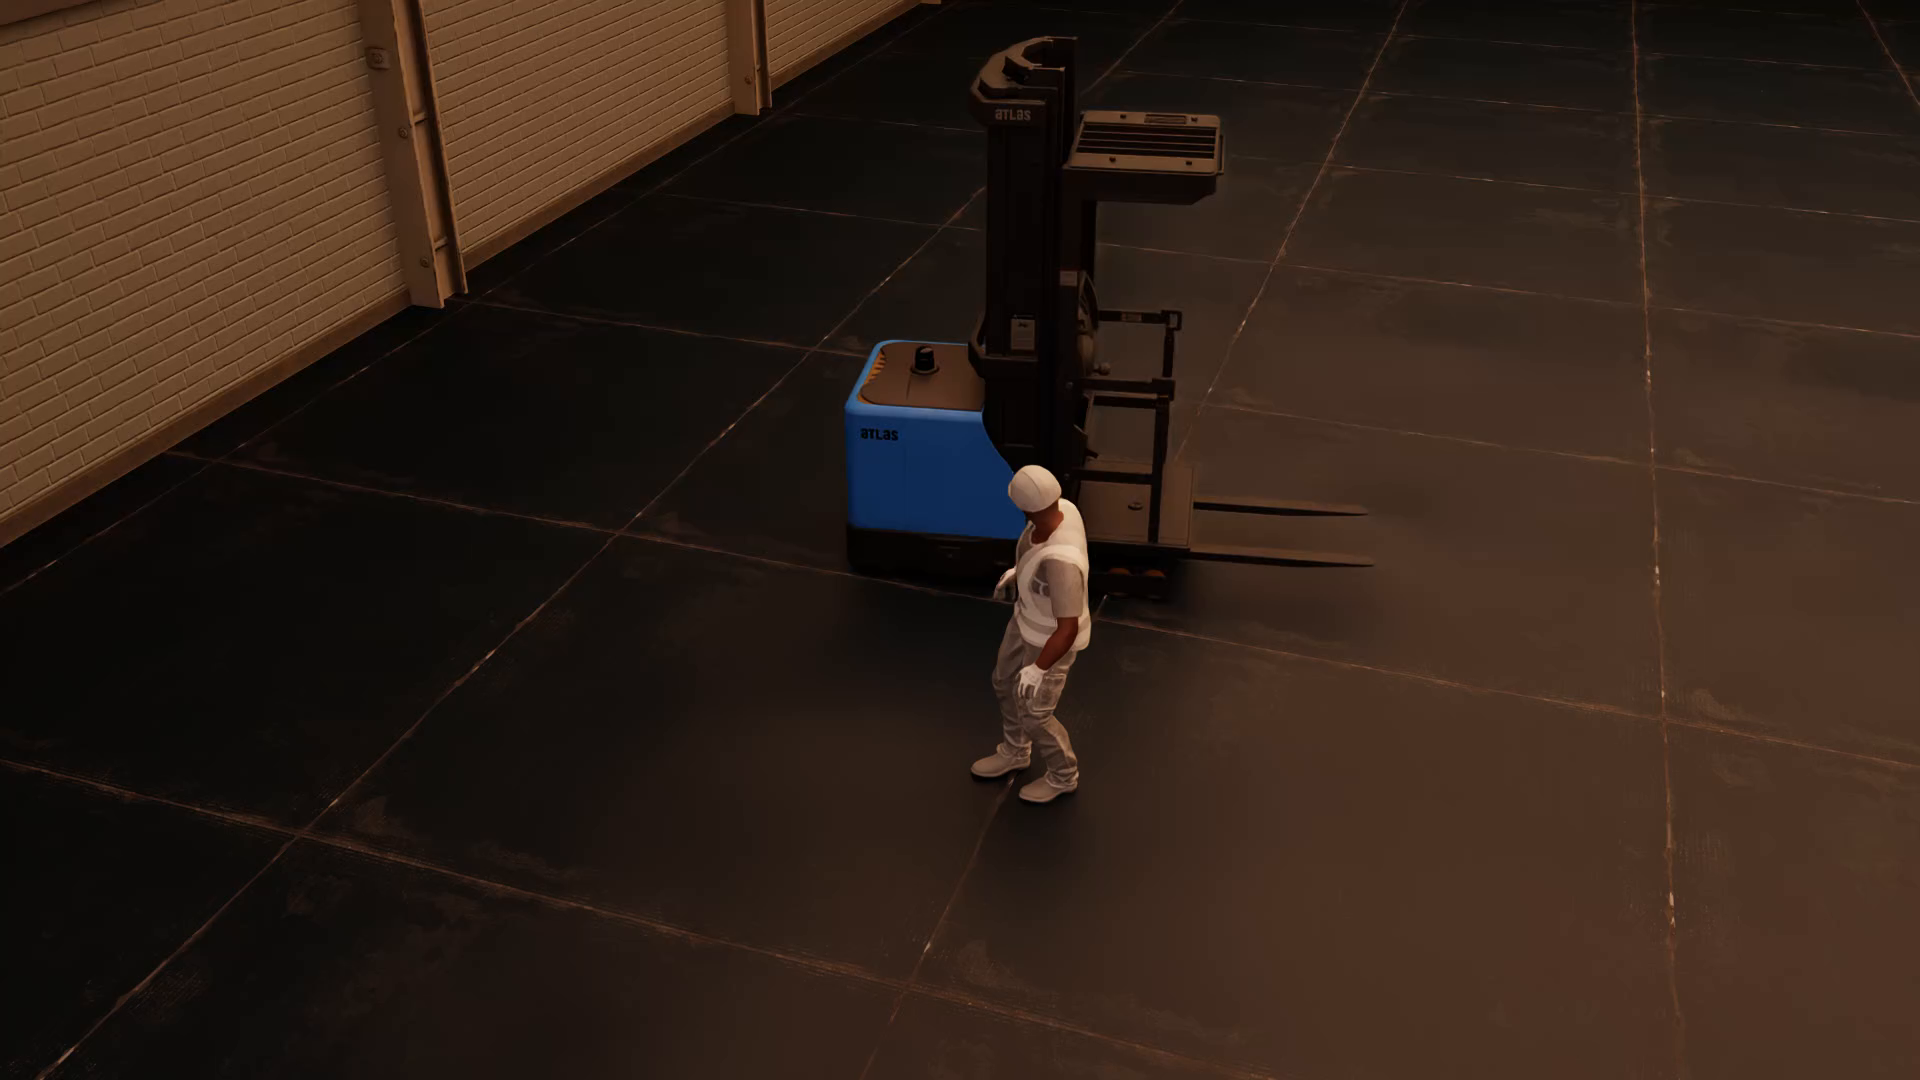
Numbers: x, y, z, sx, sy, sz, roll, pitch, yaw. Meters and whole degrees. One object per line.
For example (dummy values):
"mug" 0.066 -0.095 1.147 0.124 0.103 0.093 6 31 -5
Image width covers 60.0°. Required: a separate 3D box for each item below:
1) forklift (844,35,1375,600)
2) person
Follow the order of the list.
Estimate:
"forklift" 0.899 -1.217 9.271 3.031 2.935 1.130 4 30 8
"person" 0.335 0.437 7.572 0.515 1.746 0.763 -6 30 -10
